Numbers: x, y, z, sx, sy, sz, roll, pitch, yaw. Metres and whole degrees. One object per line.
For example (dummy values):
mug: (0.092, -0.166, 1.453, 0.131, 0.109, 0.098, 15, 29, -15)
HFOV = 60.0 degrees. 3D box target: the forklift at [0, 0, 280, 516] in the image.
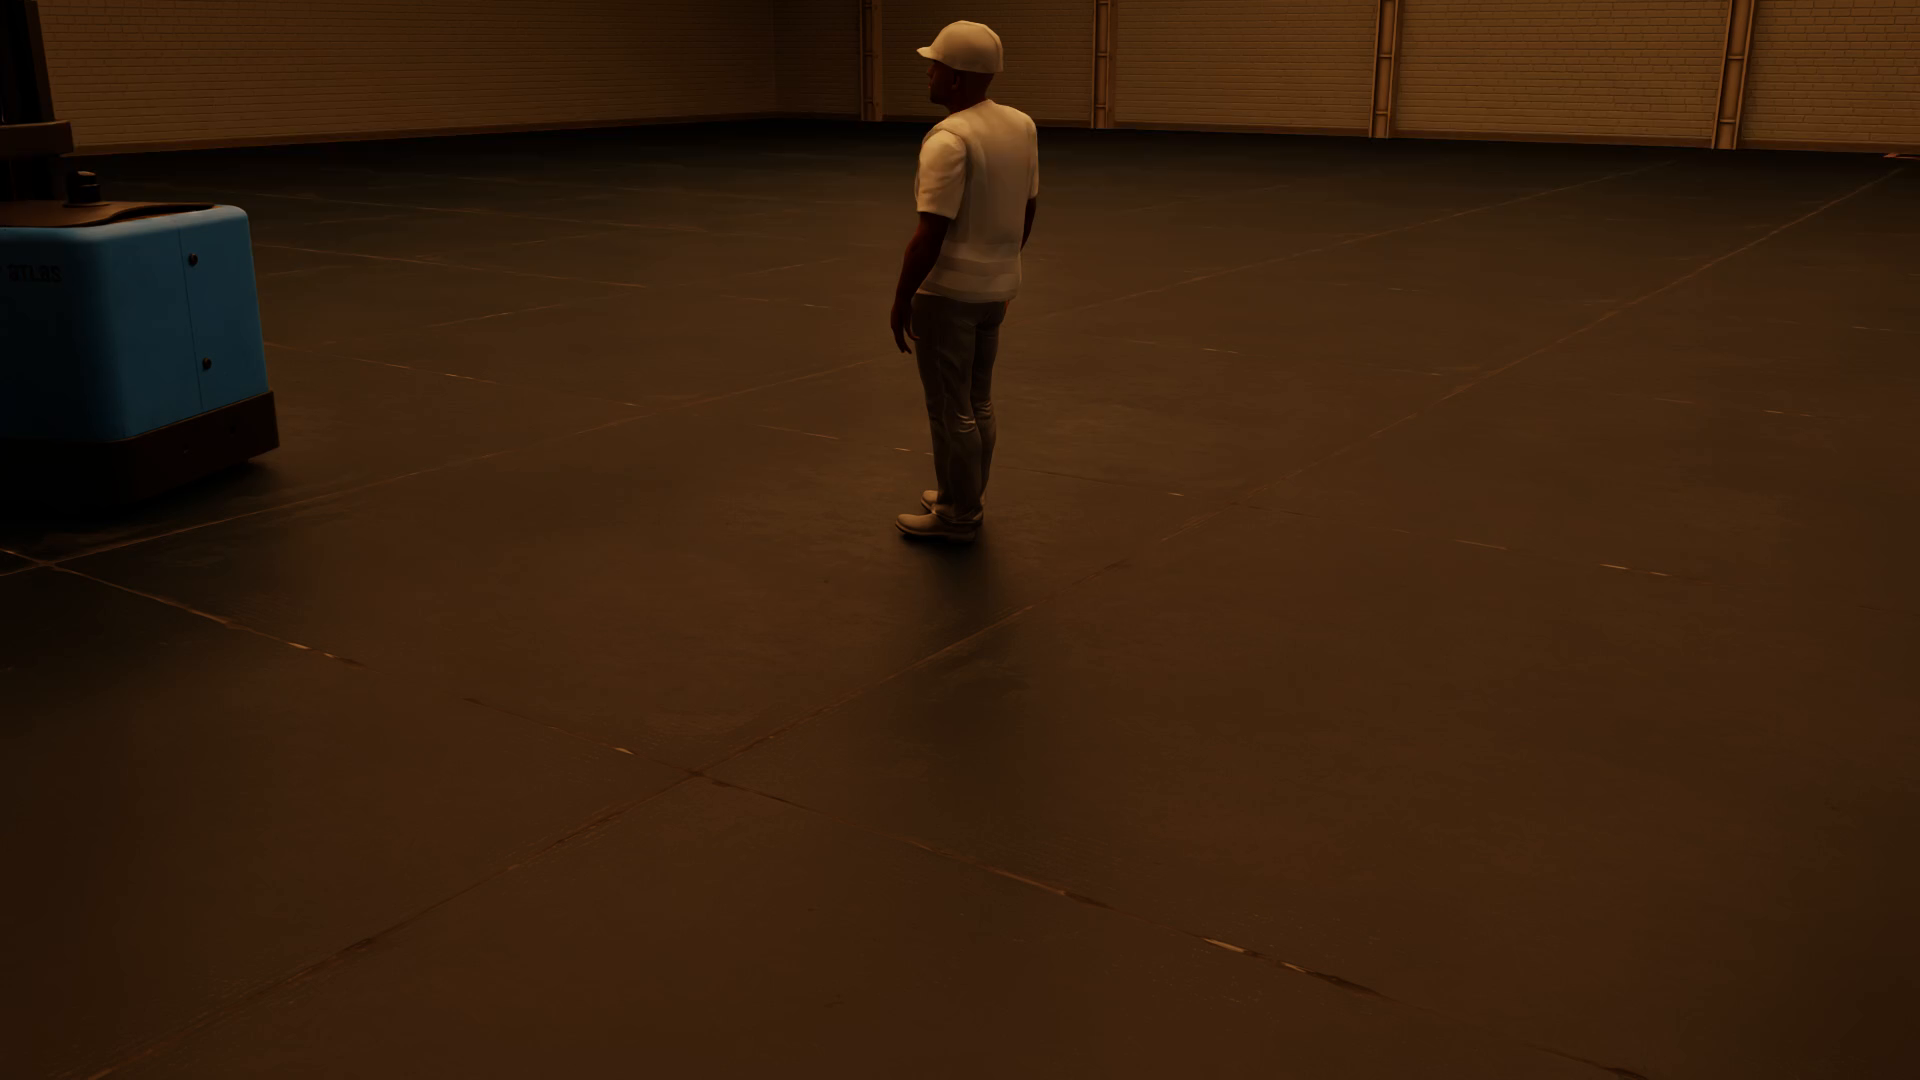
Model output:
forklift: (-4.441, -1.688, 6.478, 3.031, 2.935, 1.130, 3, 17, 11)

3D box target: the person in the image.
person: (-0.054, -0.866, 5.736, 0.575, 1.768, 0.665, 11, 20, 33)
